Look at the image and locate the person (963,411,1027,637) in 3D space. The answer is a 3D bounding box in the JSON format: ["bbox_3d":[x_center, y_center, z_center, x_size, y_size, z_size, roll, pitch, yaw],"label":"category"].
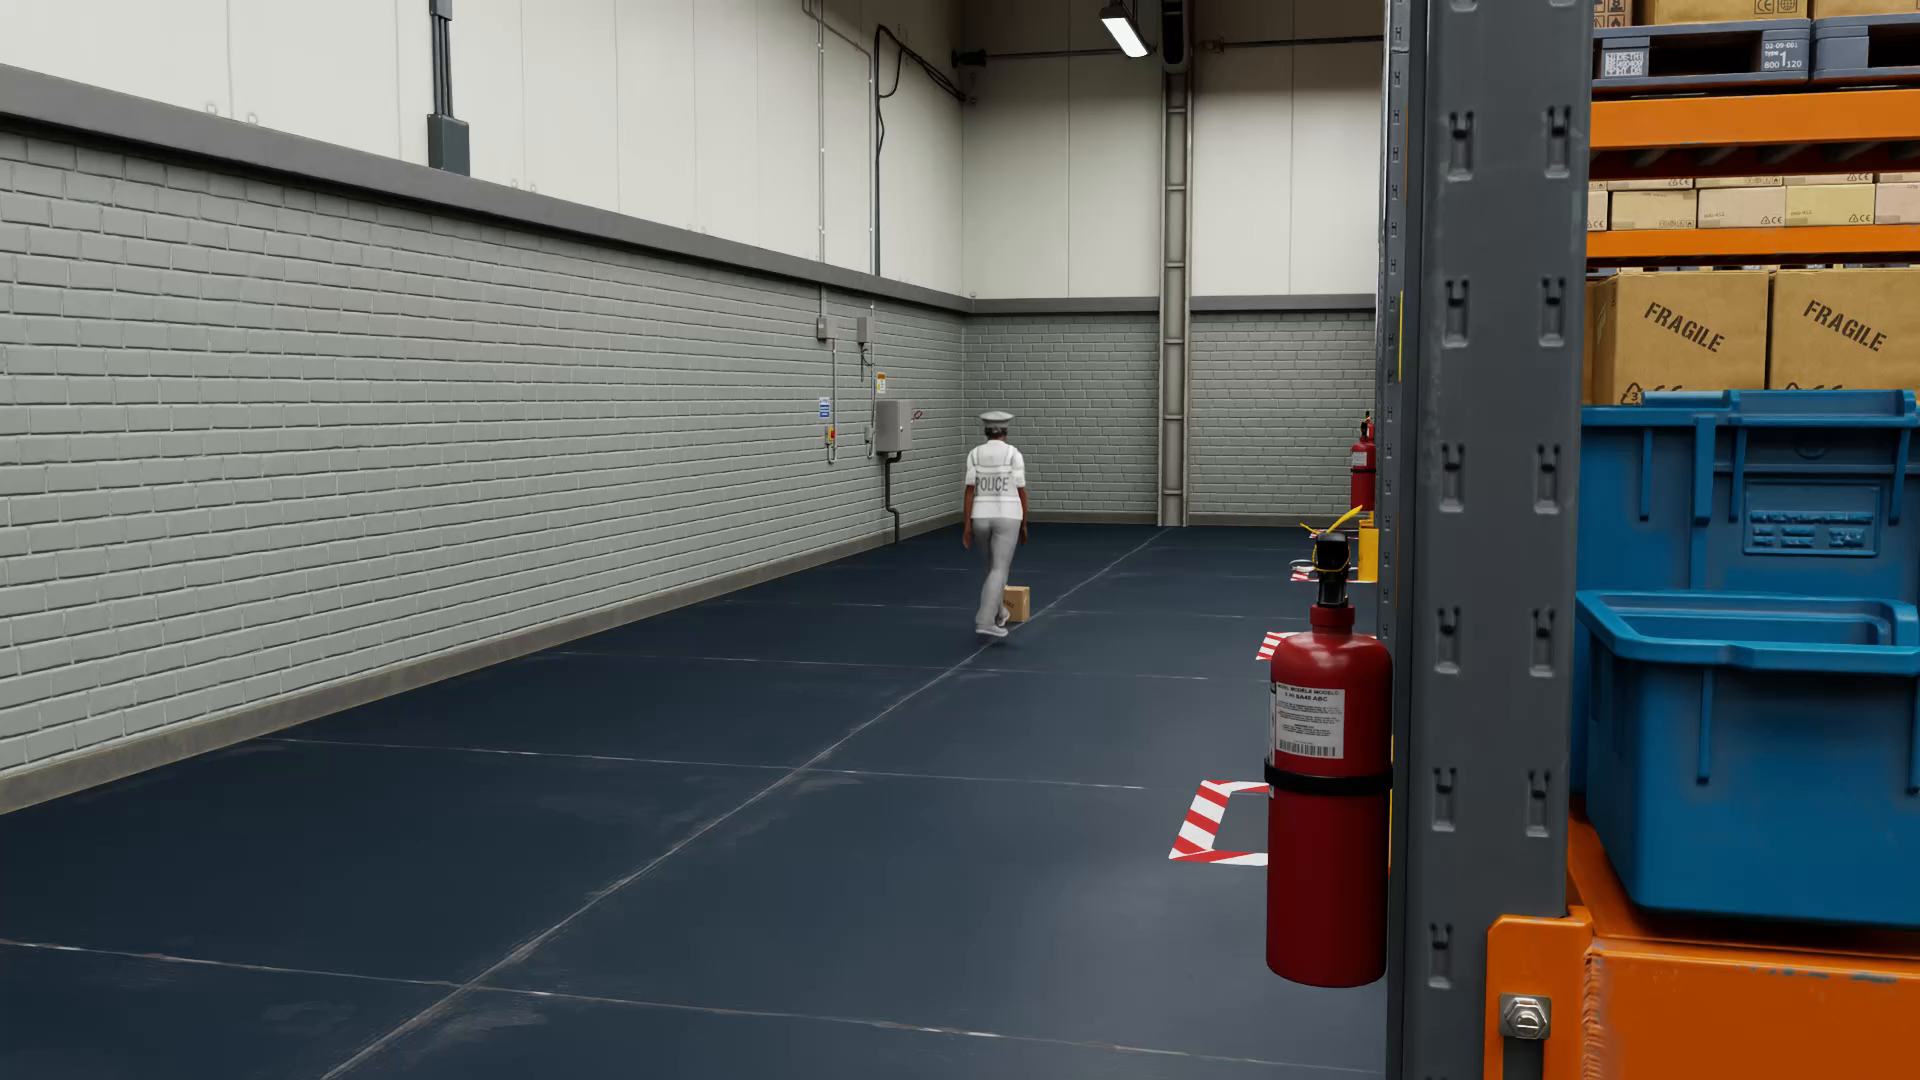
[{"bbox_3d":[0.278,-0.126,12.155,0.434,1.624,0.939,3,6,27],"label":"person"}]
